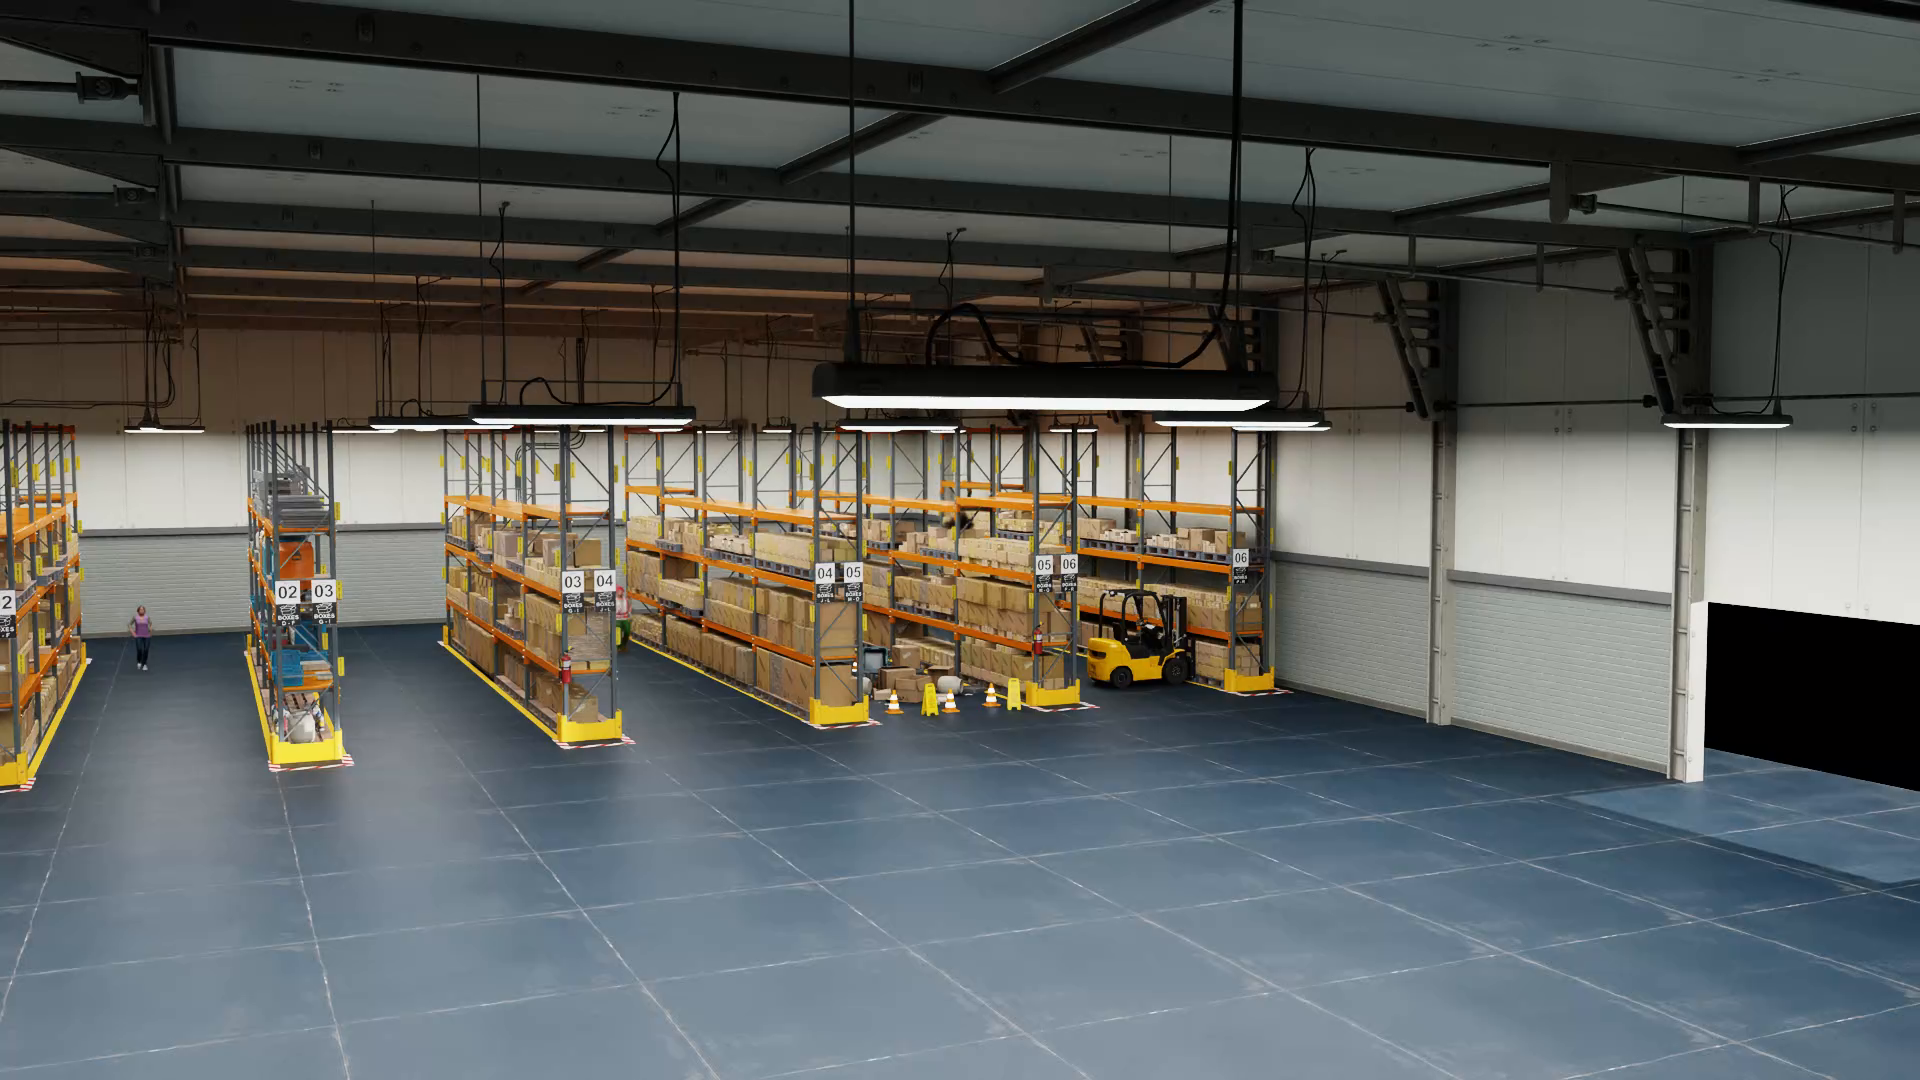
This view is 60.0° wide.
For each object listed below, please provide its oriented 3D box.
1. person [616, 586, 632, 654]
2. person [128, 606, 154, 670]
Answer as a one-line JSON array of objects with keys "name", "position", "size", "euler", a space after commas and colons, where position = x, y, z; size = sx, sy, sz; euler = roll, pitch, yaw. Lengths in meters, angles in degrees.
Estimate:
[{"name": "person", "position": [-8.860, 2.111, 43.604], "size": [0.635, 1.779, 0.637], "euler": [-2, 4, -23]}, {"name": "person", "position": [-19.972, 2.391, 40.623], "size": [0.556, 1.577, 0.614], "euler": [-3, 4, -37]}]
